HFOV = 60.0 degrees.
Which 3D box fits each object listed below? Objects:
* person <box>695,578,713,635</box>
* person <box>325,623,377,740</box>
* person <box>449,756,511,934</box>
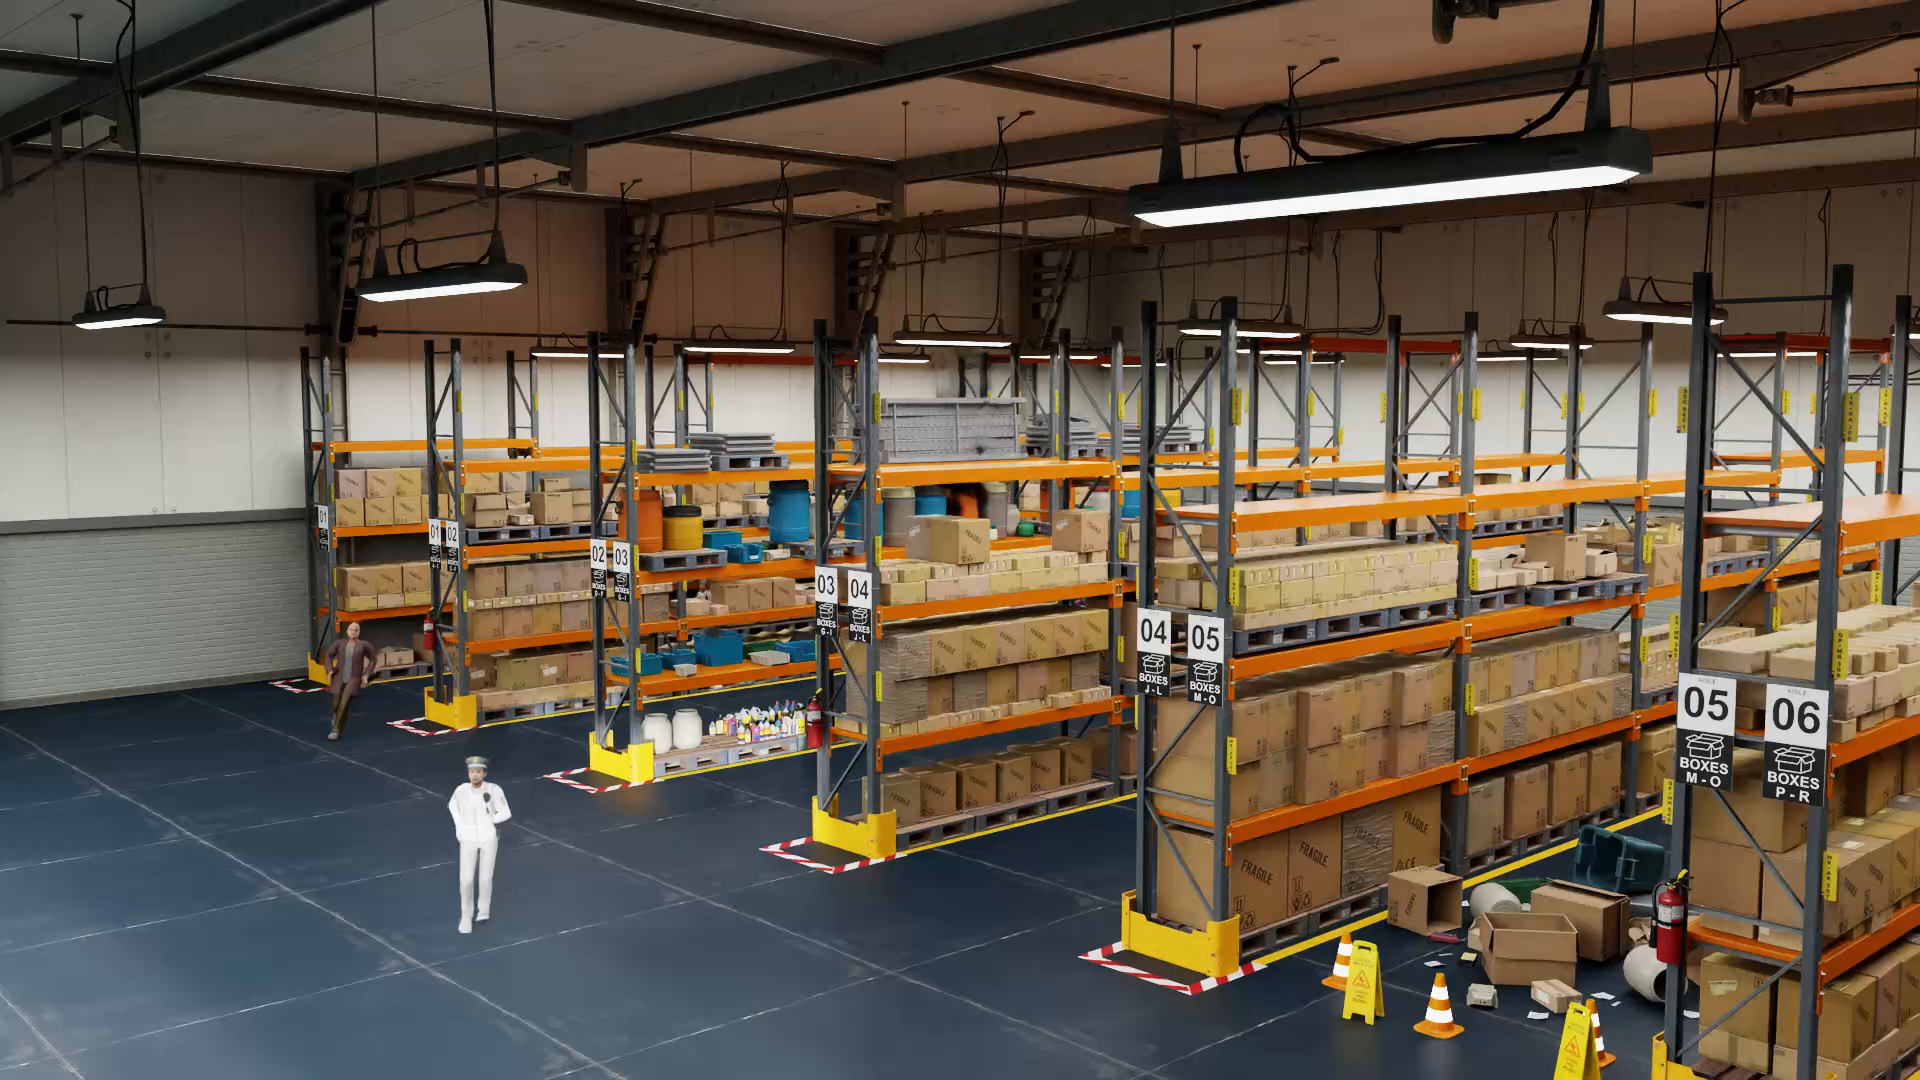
[{"bbox_3d":[-4.811,1.525,31.390,0.617,1.669,0.930,4,7,42],"label":"person"},{"bbox_3d":[-9.189,2.107,25.070,0.762,1.703,0.763,-1,5,-9],"label":"person"},{"bbox_3d":[-4.633,2.930,16.041,0.597,1.731,0.681,-1,5,-11],"label":"person"}]
